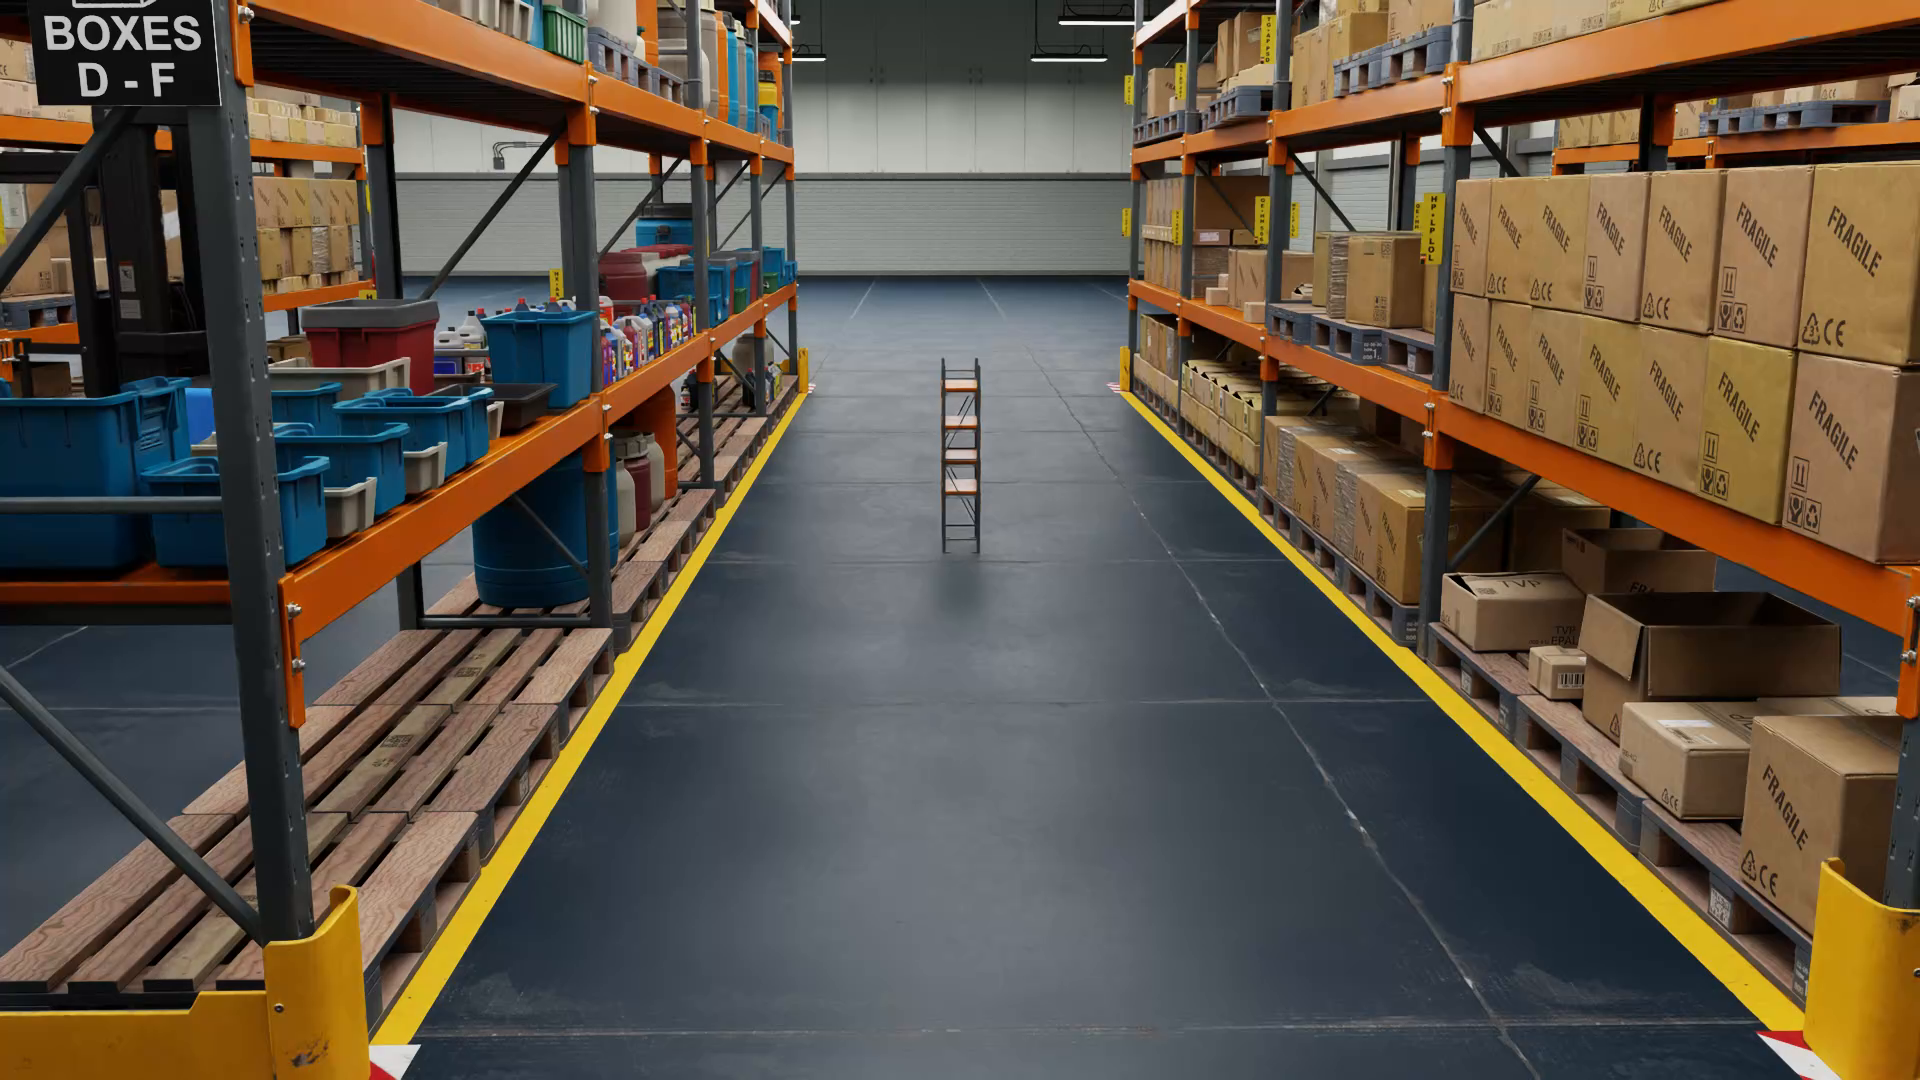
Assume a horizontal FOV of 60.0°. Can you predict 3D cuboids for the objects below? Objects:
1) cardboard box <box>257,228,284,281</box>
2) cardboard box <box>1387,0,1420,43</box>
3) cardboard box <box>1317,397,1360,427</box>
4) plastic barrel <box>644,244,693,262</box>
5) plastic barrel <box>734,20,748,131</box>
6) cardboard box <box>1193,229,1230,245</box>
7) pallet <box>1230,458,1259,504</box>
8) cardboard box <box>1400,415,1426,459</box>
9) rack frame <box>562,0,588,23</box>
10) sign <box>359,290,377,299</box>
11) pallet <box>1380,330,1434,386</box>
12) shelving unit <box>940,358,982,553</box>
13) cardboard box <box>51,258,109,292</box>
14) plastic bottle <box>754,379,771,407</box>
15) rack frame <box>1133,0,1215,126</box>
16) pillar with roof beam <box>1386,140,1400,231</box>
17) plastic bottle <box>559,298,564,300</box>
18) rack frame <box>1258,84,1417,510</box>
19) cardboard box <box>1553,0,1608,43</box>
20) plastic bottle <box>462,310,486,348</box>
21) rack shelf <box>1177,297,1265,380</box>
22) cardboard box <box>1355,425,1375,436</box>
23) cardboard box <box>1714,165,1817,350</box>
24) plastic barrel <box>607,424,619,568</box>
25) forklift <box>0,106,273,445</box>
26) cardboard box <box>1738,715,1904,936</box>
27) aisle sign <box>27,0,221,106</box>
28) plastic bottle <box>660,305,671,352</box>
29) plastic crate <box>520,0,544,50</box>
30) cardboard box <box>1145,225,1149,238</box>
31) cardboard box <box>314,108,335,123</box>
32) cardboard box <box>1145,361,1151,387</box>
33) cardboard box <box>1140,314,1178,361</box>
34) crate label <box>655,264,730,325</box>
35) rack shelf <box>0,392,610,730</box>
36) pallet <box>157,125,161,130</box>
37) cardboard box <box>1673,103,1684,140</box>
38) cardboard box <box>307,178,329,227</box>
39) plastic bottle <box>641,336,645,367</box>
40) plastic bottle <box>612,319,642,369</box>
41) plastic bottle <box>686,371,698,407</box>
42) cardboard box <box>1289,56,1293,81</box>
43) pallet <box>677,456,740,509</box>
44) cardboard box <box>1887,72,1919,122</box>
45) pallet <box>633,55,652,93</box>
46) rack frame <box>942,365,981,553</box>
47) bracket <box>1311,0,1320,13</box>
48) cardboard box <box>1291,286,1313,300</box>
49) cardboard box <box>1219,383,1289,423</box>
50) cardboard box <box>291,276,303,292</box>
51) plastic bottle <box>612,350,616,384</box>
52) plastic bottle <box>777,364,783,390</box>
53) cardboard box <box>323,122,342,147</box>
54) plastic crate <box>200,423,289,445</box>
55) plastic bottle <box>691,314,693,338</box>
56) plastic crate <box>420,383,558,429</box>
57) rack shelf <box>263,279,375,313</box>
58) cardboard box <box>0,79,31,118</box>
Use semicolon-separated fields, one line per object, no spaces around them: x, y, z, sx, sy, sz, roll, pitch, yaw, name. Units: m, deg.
-7.232;-2.822;16.423;0.875;0.500;0.500;0;11;-1;cardboard box
2.793;-3.027;9.331;0.600;0.600;0.600;-1;11;-3;cardboard box
2.960;-0.921;12.503;0.500;0.311;0.500;0;11;1;cardboard box
-2.557;-2.334;14.675;0.433;0.535;0.433;0;11;0;plastic barrel
-2.116;-3.944;14.148;0.600;0.901;0.600;0;11;0;plastic barrel
2.375;-2.898;15.915;0.380;0.149;0.250;0;11;-1;cardboard box
2.700;-0.480;12.893;1.003;0.211;1.213;0;11;-1;pallet
2.962;-0.641;9.969;0.500;0.250;0.500;0;11;-2;cardboard box
-2.192;-3.808;7.195;1.000;3.000;0.127;0;11;-1;rack frame
-2.742;-1.001;7.755;0.100;0.325;0.005;0;11;-1;sign
2.853;-0.953;8.693;1.003;0.211;1.213;0;11;-1;pallet
0.003;-0.555;10.778;0.258;1.200;0.503;0;11;-1;shelving unit
-7.031;-2.109;13.231;0.500;0.250;0.500;-1;11;-3;cardboard box
-1.960;-1.468;16.495;0.152;0.276;0.135;0;11;1;plastic bottle
2.512;-6.213;19.050;1.000;3.000;0.127;0;11;-1;rack frame
3.792;-8.466;30.156;9.100;9.000;0.400;0;11;-1;pillar with roof beam
-2.628;-1.453;10.969;0.061;0.283;0.133;0;11;-1;plastic bottle
2.678;-1.682;11.808;1.000;3.000;0.127;0;11;-1;rack frame
2.538;-1.987;6.144;0.500;0.250;0.500;0;11;-1;cardboard box
-2.538;-1.025;8.691;0.144;0.351;0.185;0;11;-1;plastic bottle
2.636;-1.727;13.839;1.077;0.370;4.000;0;11;-1;rack shelf
2.932;-0.488;11.101;0.500;0.500;0.500;0;11;1;cardboard box
2.547;-0.819;4.785;0.500;0.500;0.500;0;11;0;cardboard box
-2.201;-0.294;9.186;0.600;0.901;0.708;0;11;-1;plastic barrel
-5.535;-1.461;10.890;3.031;2.935;1.130;3;12;15;forklift
2.585;0.810;4.702;0.500;0.500;0.500;0;11;-1;cardboard box
-1.811;-1.334;3.550;0.394;0.787;0.004;0;11;-1;aisle sign
-1.816;-1.300;10.215;0.061;0.283;0.133;0;11;-1;plastic bottle
-1.854;-2.076;6.625;0.416;0.233;0.300;0;11;-1;plastic crate
2.313;-3.508;18.925;0.380;0.149;0.250;-1;11;-3;cardboard box
-7.042;-4.615;18.092;0.380;0.149;0.250;0;11;-1;cardboard box
2.325;-1.825;18.368;0.500;0.250;0.500;0;11;-1;cardboard box
2.313;-2.292;18.784;0.500;0.500;0.500;0;11;-1;cardboard box
-2.025;-1.879;12.687;0.502;0.435;0.616;0;11;-1;crate label
-2.151;-0.118;5.904;1.077;0.370;4.000;0;11;-1;rack shelf
-7.379;-3.486;13.627;1.213;0.211;1.003;0;11;-1;pallet
7.292;-4.227;16.507;0.500;0.500;0.500;-1;12;-6;cardboard box
-7.110;-3.610;17.797;0.500;0.500;0.500;0;11;-1;cardboard box
-1.815;-1.071;9.294;0.097;0.201;0.097;0;11;0;plastic bottle
-1.840;-1.085;9.173;0.152;0.276;0.135;0;11;-1;plastic bottle
-2.659;-1.502;16.475;0.144;0.351;0.185;-1;11;-3;plastic bottle
2.612;-3.375;11.926;0.500;0.250;0.500;-1;12;-5;cardboard box
-2.252;-0.450;12.748;1.003;0.211;1.213;0;11;-1;pallet
7.696;-3.492;12.873;0.797;0.503;0.637;1;12;7;cardboard box
-2.332;-2.626;9.390;1.003;0.211;1.213;0;11;-1;pallet
0.008;-0.507;10.539;0.240;1.200;0.015;0;11;-1;rack frame
7.626;-11.357;35.351;0.235;0.232;0.430;0;11;-1;bracket
2.714;-1.711;12.174;0.500;0.311;0.500;0;11;2;cardboard box
2.396;-1.122;13.496;0.500;0.311;0.500;0;11;-2;cardboard box
-7.057;-2.657;17.241;0.380;0.149;0.250;0;11;-1;cardboard box
-1.797;-0.894;8.423;0.097;0.201;0.097;0;11;0;plastic bottle
-1.943;-1.751;17.871;0.061;0.283;0.133;0;11;0;plastic bottle
-7.115;-4.435;18.210;0.500;0.250;0.500;0;11;-1;cardboard box
-2.354;-0.306;5.535;0.298;0.136;0.250;0;11;-1;plastic crate
-1.856;-1.464;11.230;0.097;0.201;0.097;0;11;0;plastic bottle
-1.900;-0.541;6.722;0.437;0.125;0.590;0;11;-1;plastic crate
-7.351;-2.483;17.561;1.077;0.370;4.000;0;11;-1;rack shelf
-6.982;-3.134;11.793;0.500;0.250;0.500;0;11;0;cardboard box
